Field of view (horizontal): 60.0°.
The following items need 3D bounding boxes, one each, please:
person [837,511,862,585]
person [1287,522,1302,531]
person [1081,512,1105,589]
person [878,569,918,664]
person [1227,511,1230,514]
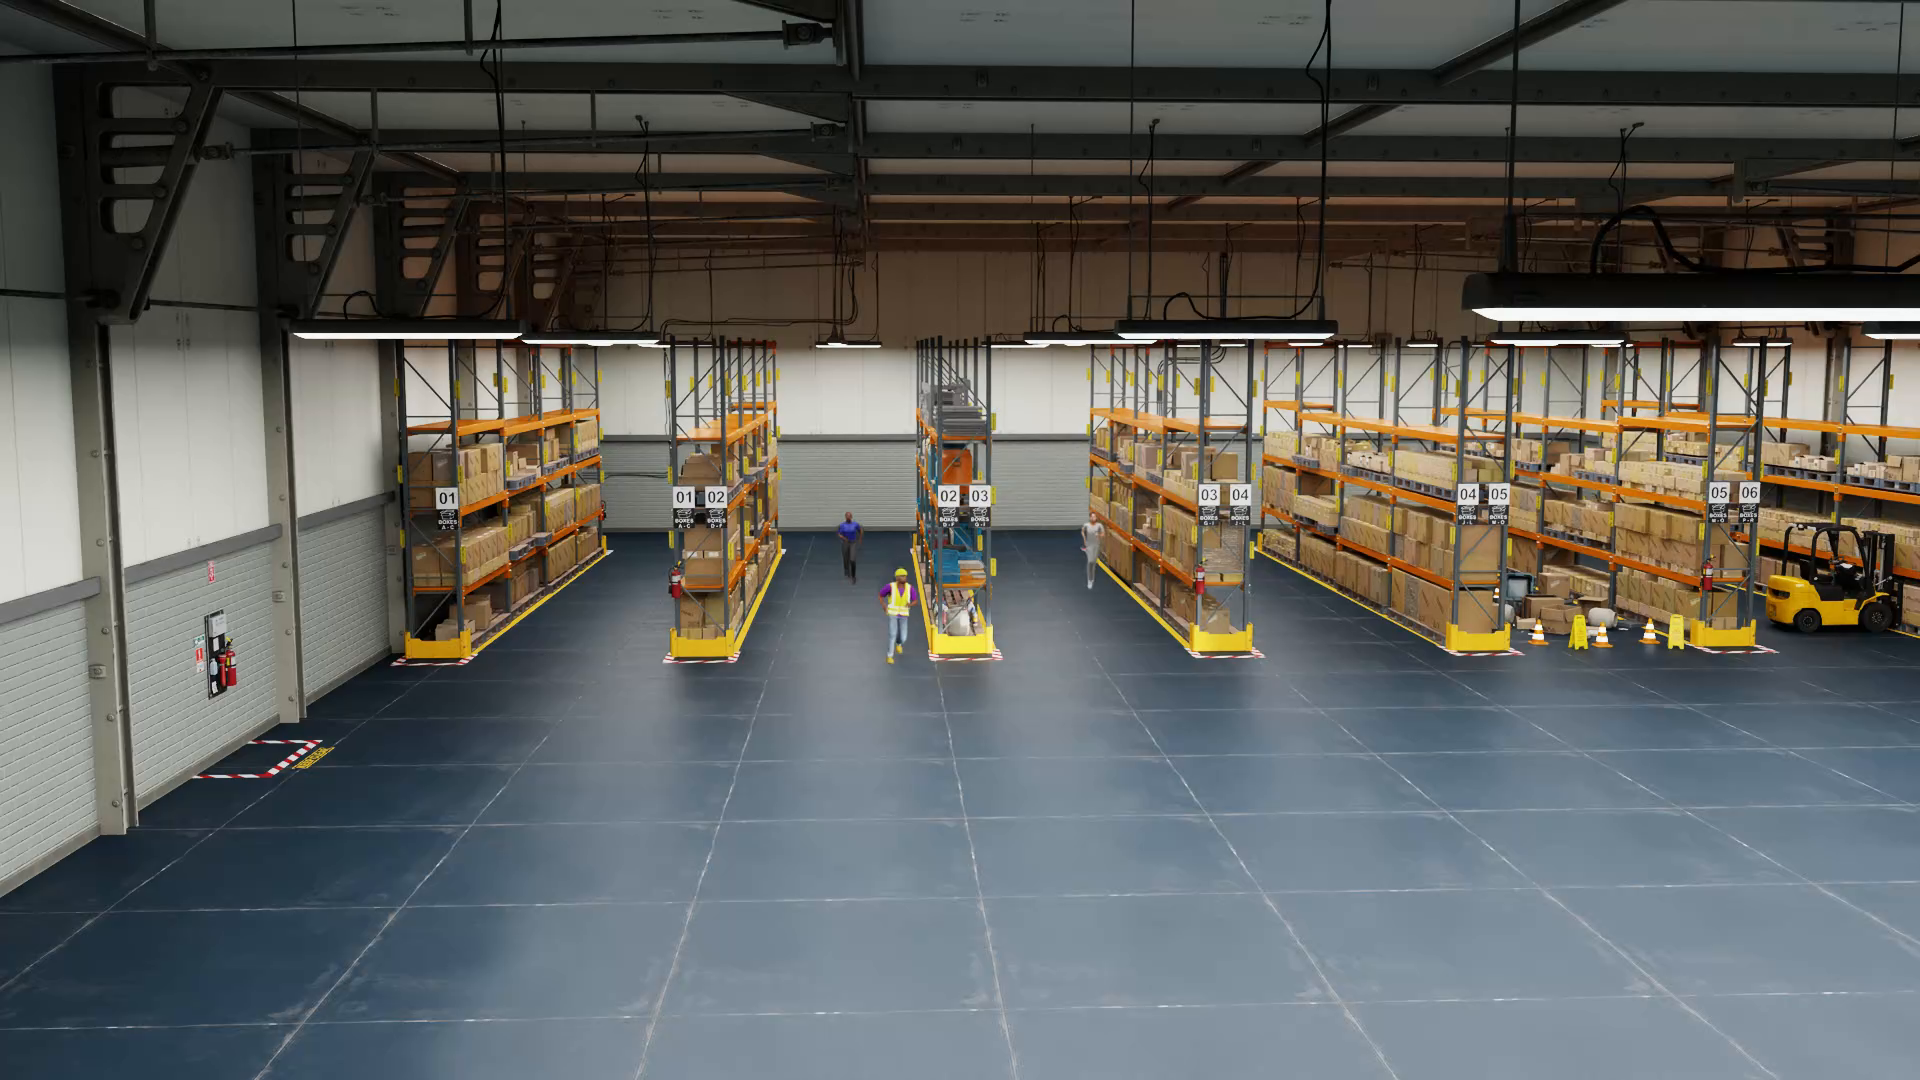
[{"bbox_3d":[-2.591,0.205,39.202,0.590,1.735,0.684,-1,7,-5],"label":"person"},{"bbox_3d":[9.915,-0.713,49.130,0.722,1.825,0.680,0,6,0],"label":"person"},{"bbox_3d":[3.120,0.225,38.845,0.536,1.775,0.714,0,6,-3],"label":"person"},{"bbox_3d":[-1.134,1.389,30.885,0.733,1.723,0.819,-2,7,-16],"label":"person"},{"bbox_3d":[7.534,-0.238,45.712,0.608,1.598,0.629,-1,7,-10],"label":"person"}]
